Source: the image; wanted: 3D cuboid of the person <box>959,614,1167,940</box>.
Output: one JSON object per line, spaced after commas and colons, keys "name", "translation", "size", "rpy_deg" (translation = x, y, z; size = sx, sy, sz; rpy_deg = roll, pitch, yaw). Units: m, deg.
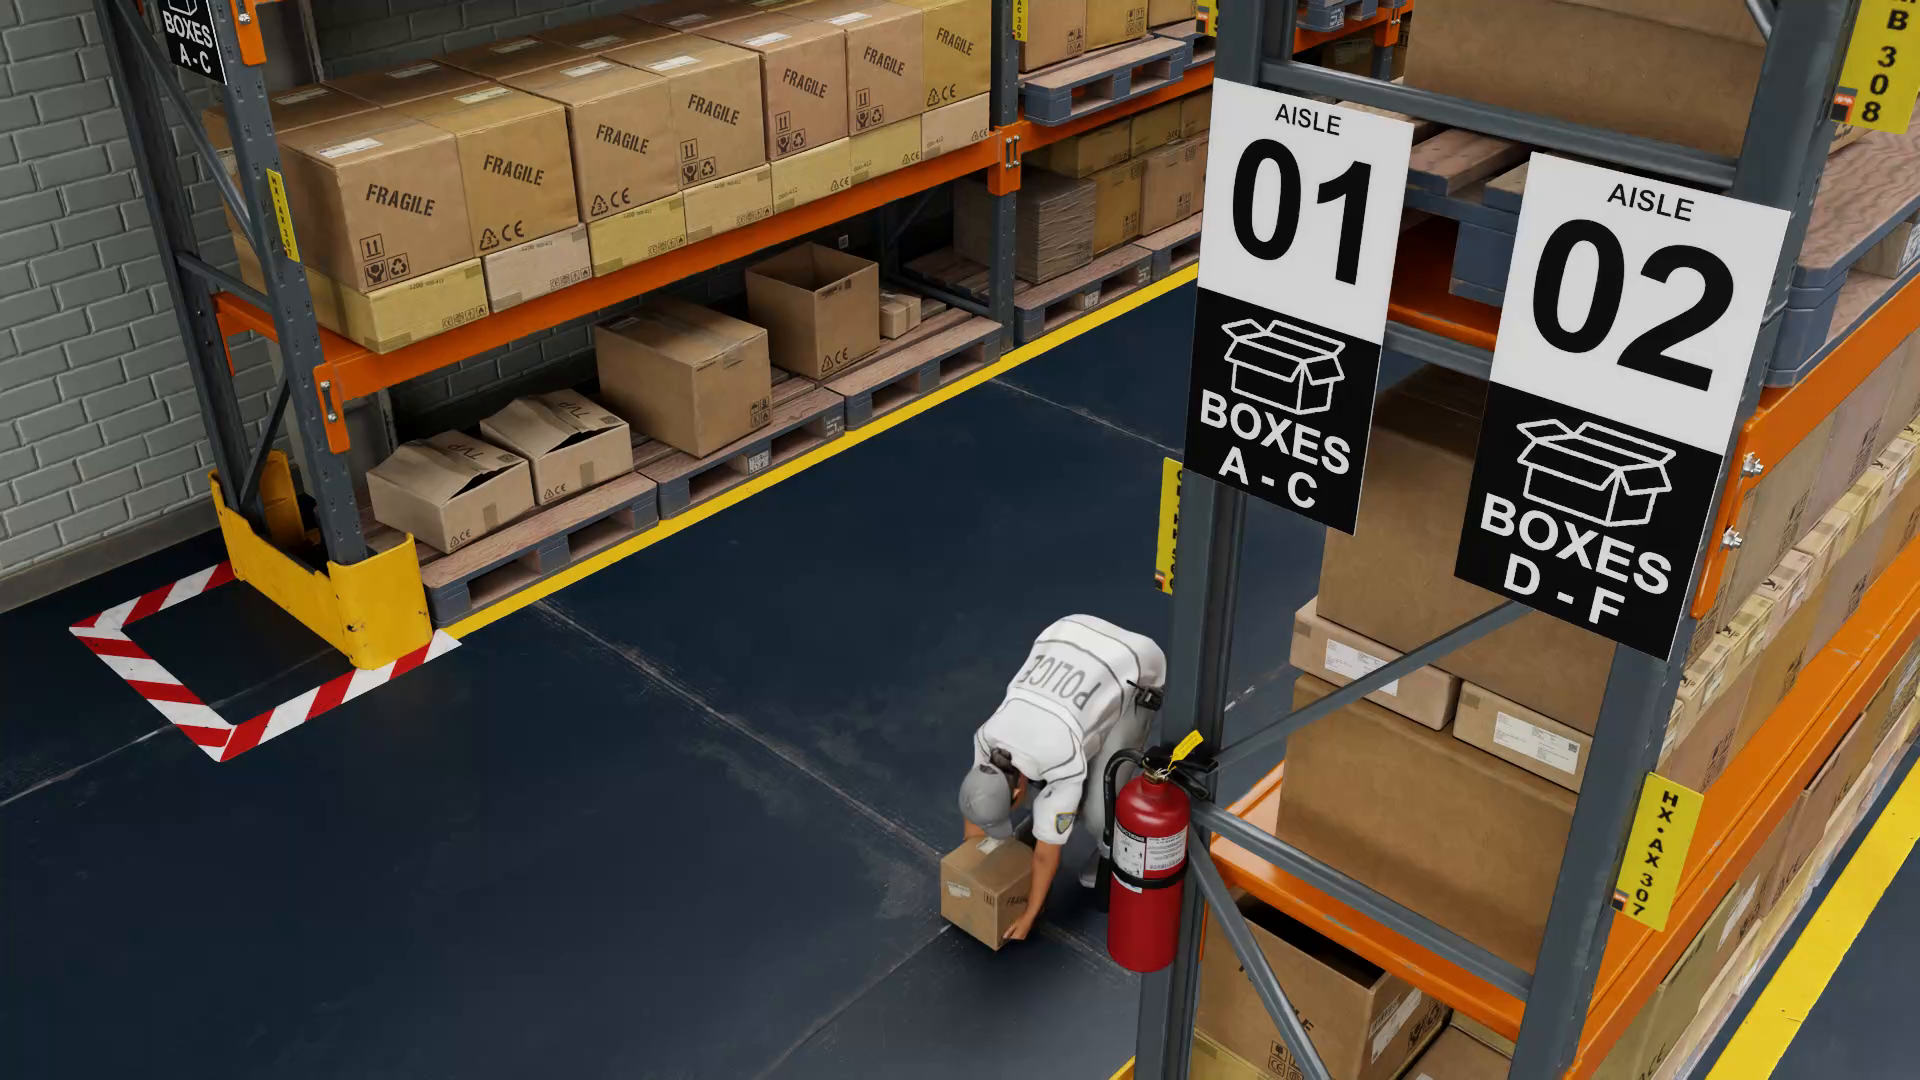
{"name": "person", "translation": [0.315, 0.784, 5.601], "size": [0.520, 0.887, 0.937], "rpy_deg": [22, 38, 32]}
